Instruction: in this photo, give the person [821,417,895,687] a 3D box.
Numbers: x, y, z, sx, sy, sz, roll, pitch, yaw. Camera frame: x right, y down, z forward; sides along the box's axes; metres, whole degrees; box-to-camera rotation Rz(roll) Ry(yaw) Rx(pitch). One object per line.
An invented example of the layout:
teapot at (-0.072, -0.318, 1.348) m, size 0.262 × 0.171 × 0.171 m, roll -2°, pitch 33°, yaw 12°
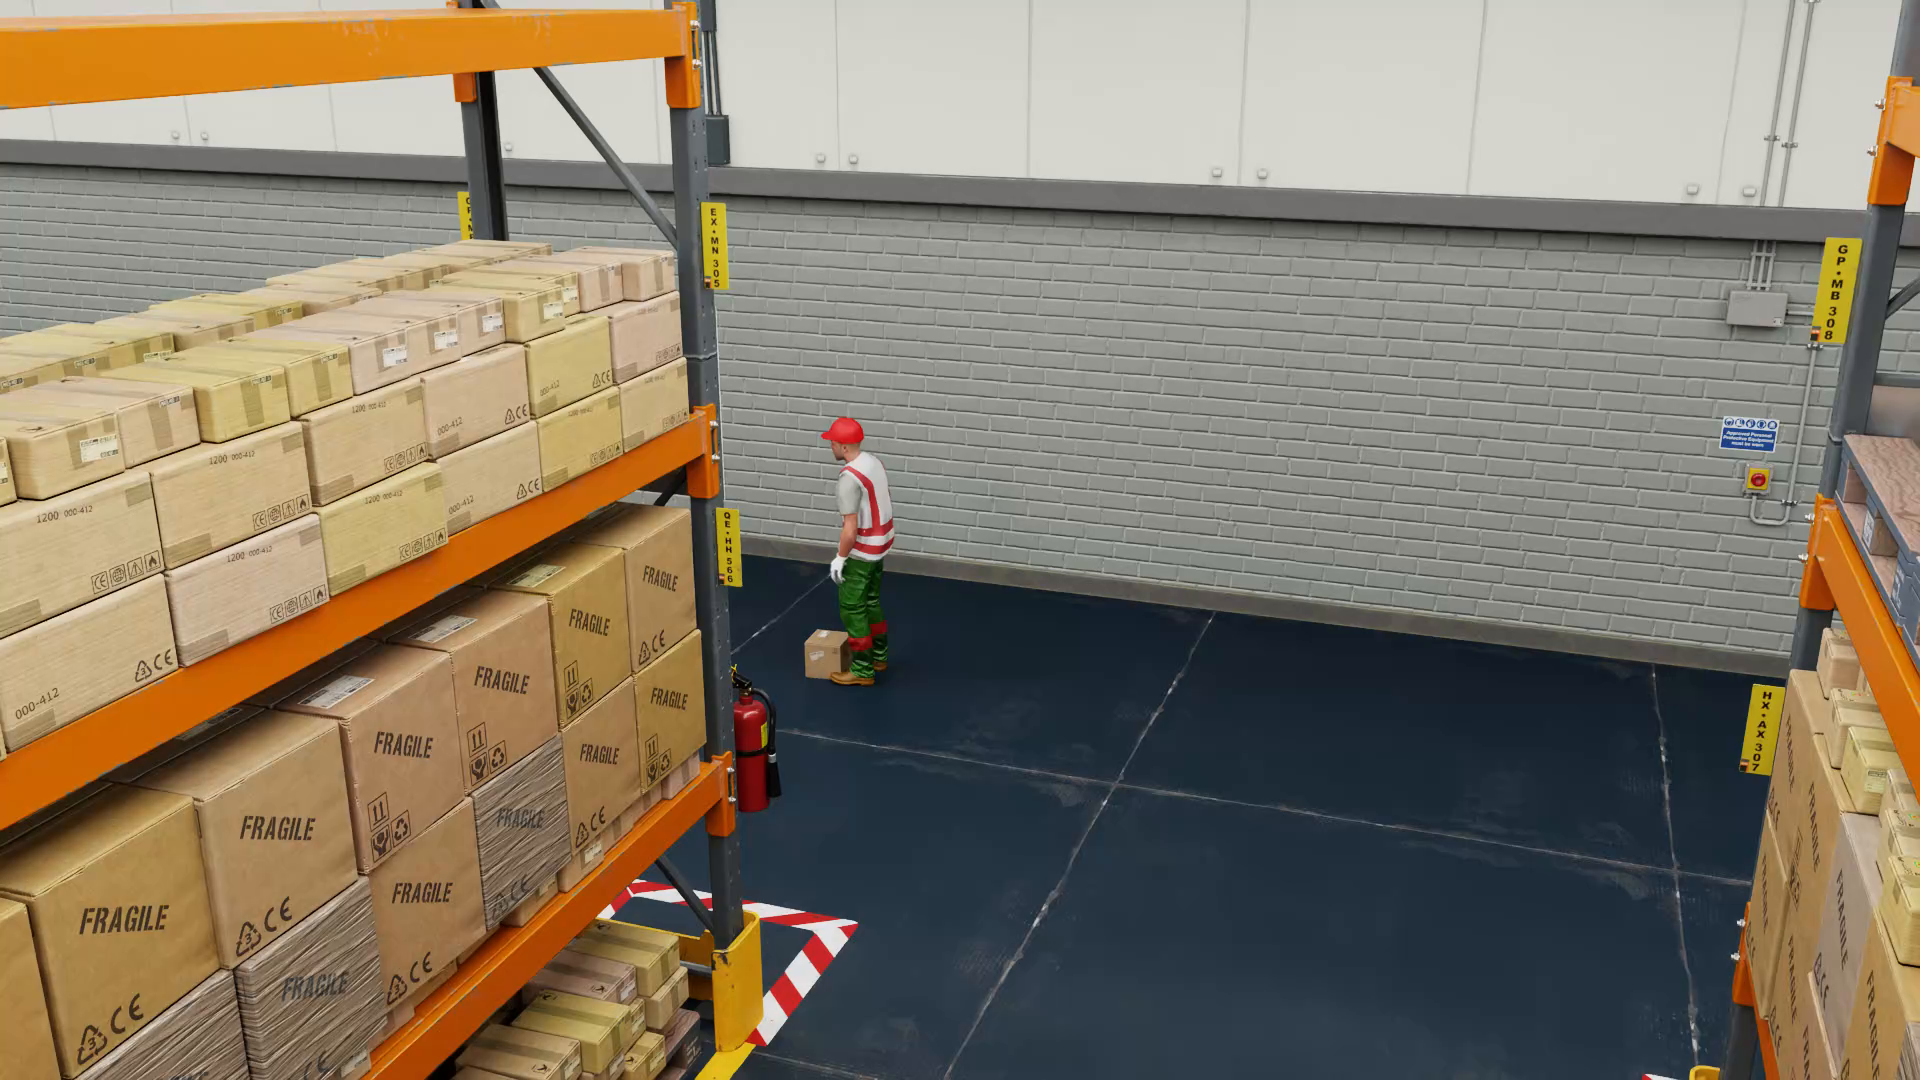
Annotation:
person at (-0.663, 0.069, 10.829) m, size 0.448 × 1.780 × 0.608 m, roll 6°, pitch 20°, yaw 18°
